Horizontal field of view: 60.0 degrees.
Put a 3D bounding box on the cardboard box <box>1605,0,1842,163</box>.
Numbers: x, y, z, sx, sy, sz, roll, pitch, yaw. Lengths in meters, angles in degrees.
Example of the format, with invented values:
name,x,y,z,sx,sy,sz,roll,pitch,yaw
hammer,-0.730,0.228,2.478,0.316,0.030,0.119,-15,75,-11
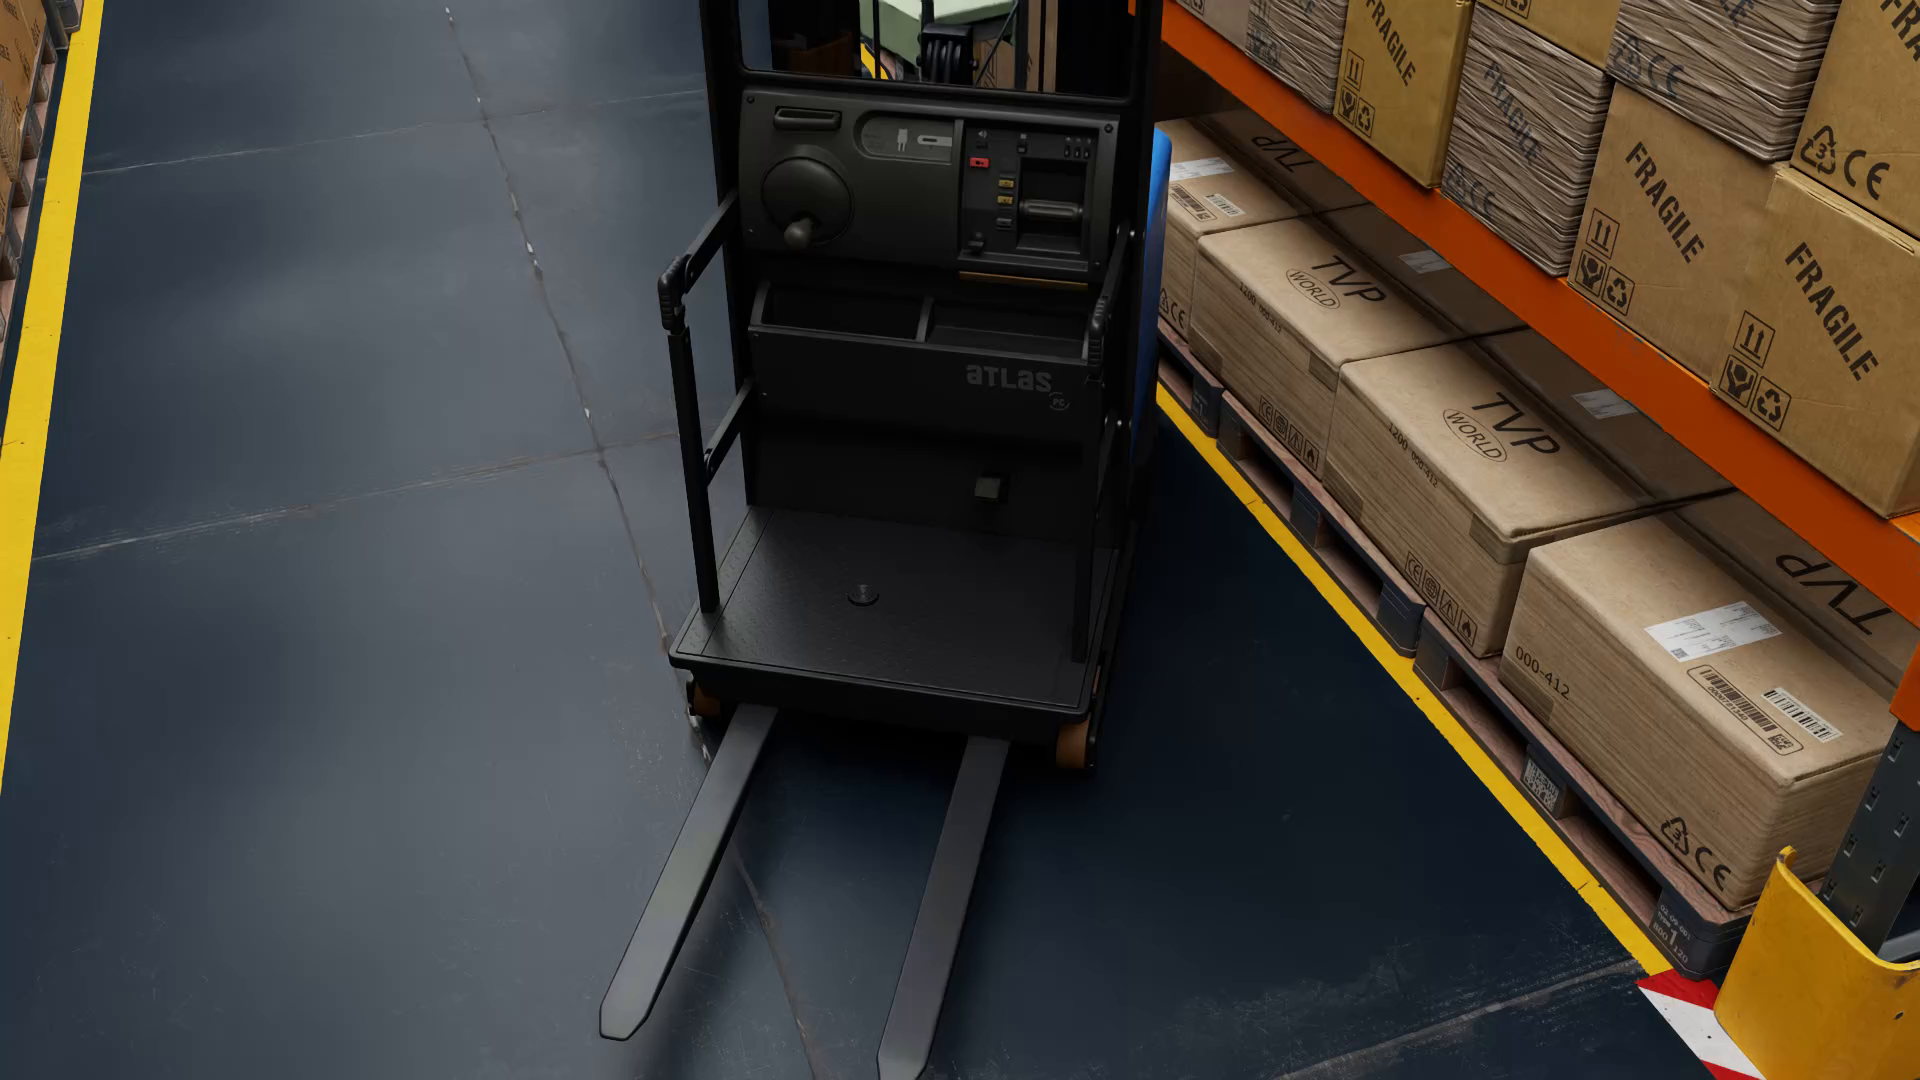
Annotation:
name,x,y,z,sx,sy,sz,roll,pitch,yaw
cardboard box,1.710,-1.120,3.329,0.500,0.500,0.500,-12,39,-16

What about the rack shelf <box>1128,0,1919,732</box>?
name,x,y,z,sx,sy,sz,roll,pitch,yaw
rack shelf,1.618,-1.011,4.697,1.077,0.370,4.000,-12,39,-16

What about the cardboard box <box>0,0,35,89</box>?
name,x,y,z,sx,sy,sz,roll,pitch,yaw
cardboard box,-4.596,-2.348,7.602,0.500,0.500,0.500,-13,39,-17

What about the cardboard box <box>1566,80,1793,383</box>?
name,x,y,z,sx,sy,sz,roll,pitch,yaw
cardboard box,1.734,-0.713,3.620,0.500,0.500,0.500,-13,39,-17

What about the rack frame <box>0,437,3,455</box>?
name,x,y,z,sx,sy,sz,roll,pitch,yaw
rack frame,-3.729,-1.398,4.613,1.000,3.000,0.127,-12,39,-16

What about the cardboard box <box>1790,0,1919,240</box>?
name,x,y,z,sx,sy,sz,roll,pitch,yaw
cardboard box,1.917,-0.831,2.945,0.500,0.500,0.500,-11,38,-14

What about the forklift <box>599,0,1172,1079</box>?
name,x,y,z,sx,sy,sz,roll,pitch,yaw
forklift,-0.126,-0.802,3.879,1.130,2.935,3.031,7,38,9

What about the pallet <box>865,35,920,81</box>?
name,x,y,z,sx,sy,sz,roll,pitch,yaw
pallet,0.170,-2.425,8.294,1.003,0.211,1.213,-12,39,-16

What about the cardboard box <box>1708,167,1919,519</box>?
name,x,y,z,sx,sy,sz,roll,pitch,yaw
cardboard box,1.892,-0.426,3.239,0.500,0.500,0.500,-12,39,-16

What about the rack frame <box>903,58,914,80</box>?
name,x,y,z,sx,sy,sz,roll,pitch,yaw
rack frame,-0.345,-1.638,6.178,0.400,1.500,0.023,-21,42,-26

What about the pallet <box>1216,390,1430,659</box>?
name,x,y,z,sx,sy,sz,roll,pitch,yaw
pallet,1.542,-0.178,5.311,1.003,0.211,1.213,-12,39,-16

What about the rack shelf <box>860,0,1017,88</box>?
name,x,y,z,sx,sy,sz,roll,pitch,yaw
rack shelf,-0.146,-1.765,5.698,0.431,0.370,0.720,-21,42,-26

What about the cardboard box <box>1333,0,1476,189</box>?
name,x,y,z,sx,sy,sz,roll,pitch,yaw
cardboard box,1.358,-1.290,4.386,0.500,0.500,0.500,-11,38,-15

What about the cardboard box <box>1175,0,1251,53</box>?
name,x,y,z,sx,sy,sz,roll,pitch,yaw
cardboard box,1.015,-1.863,5.148,0.500,0.500,0.500,-12,39,-16

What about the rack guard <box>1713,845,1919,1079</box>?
name,x,y,z,sx,sy,sz,roll,pitch,yaw
rack guard,2.315,0.844,3.714,1.175,0.500,0.348,-12,39,-16

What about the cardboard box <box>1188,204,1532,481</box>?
name,x,y,z,sx,sy,sz,roll,pitch,yaw
cardboard box,1.354,-0.690,5.453,0.875,0.438,0.875,-14,39,-17

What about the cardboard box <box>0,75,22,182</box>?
name,x,y,z,sx,sy,sz,roll,pitch,yaw
cardboard box,-4.217,-1.763,6.826,0.500,0.500,0.500,-14,39,-18

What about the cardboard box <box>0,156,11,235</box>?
name,x,y,z,sx,sy,sz,roll,pitch,yaw
cardboard box,-4.044,-1.469,6.435,0.500,0.500,0.500,-14,39,-17

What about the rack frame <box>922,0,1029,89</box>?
name,x,y,z,sx,sy,sz,roll,pitch,yaw
rack frame,0.053,-1.269,5.688,0.400,1.500,0.023,-21,42,-26

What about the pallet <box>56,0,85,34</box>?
name,x,y,z,sx,sy,sz,roll,pitch,yaw
pallet,-5.352,-3.017,9.080,1.003,0.211,1.213,-12,39,-16

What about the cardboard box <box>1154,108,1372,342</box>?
name,x,y,z,sx,sy,sz,roll,pitch,yaw
cardboard box,1.046,-1.195,6.124,0.875,0.438,0.875,-13,39,-17

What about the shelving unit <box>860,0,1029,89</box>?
name,x,y,z,sx,sy,sz,roll,pitch,yaw
shelving unit,-0.146,-1.453,5.933,0.431,1.500,0.755,-21,42,-26

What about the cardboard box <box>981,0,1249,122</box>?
name,x,y,z,sx,sy,sz,roll,pitch,yaw
cardboard box,0.642,-2.081,6.936,0.875,0.875,0.875,-11,38,-15

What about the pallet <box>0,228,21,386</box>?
name,x,y,z,sx,sy,sz,roll,pitch,yaw
pallet,-4.044,-0.736,6.052,1.003,0.211,1.213,-12,39,-16

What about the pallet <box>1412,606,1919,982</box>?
name,x,y,z,sx,sy,sz,roll,pitch,yaw
pallet,1.958,0.510,4.397,1.003,0.211,1.213,-12,39,-16

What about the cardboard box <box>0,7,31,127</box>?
name,x,y,z,sx,sy,sz,roll,pitch,yaw
cardboard box,-4.413,-2.053,7.211,0.500,0.500,0.500,-11,38,-14

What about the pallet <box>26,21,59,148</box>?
name,x,y,z,sx,sy,sz,roll,pitch,yaw
pallet,-4.884,-2.114,7.882,1.003,0.211,1.213,-12,39,-16

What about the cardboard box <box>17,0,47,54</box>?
name,x,y,z,sx,sy,sz,roll,pitch,yaw
cardboard box,-4.758,-2.633,7.981,0.500,0.500,0.500,-11,38,-15

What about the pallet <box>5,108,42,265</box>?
name,x,y,z,sx,sy,sz,roll,pitch,yaw
pallet,-4.468,-1.426,6.968,1.003,0.211,1.213,-12,39,-16

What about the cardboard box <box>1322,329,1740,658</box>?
name,x,y,z,sx,sy,sz,roll,pitch,yaw
cardboard box,1.663,-0.180,4.776,0.875,0.438,0.875,-11,38,-15

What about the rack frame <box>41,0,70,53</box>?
name,x,y,z,sx,sy,sz,roll,pitch,yaw
rack frame,-5.105,-3.658,7.613,1.000,3.000,0.127,-12,39,-16

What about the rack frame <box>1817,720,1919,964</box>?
name,x,y,z,sx,sy,sz,roll,pitch,yaw
rack frame,2.307,-0.168,2.980,1.000,3.000,0.127,-12,39,-16

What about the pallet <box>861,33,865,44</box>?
name,x,y,z,sx,sy,sz,roll,pitch,yaw
pallet,-0.246,-3.113,9.207,1.003,0.211,1.213,-12,39,-16

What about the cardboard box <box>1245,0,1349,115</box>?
name,x,y,z,sx,sy,sz,roll,pitch,yaw
cardboard box,1.180,-1.581,4.773,0.500,0.500,0.500,-12,39,-16

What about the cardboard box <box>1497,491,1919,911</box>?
name,x,y,z,sx,sy,sz,roll,pitch,yaw
cardboard box,1.986,0.335,4.092,0.875,0.438,0.875,-14,39,-17

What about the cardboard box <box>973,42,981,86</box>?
name,x,y,z,sx,sy,sz,roll,pitch,yaw
cardboard box,0.324,-2.589,7.611,0.875,0.875,0.875,-11,38,-15

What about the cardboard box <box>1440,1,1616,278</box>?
name,x,y,z,sx,sy,sz,roll,pitch,yaw
cardboard box,1.547,-1.001,4.003,0.500,0.500,0.500,-11,38,-15

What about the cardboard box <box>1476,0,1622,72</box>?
name,x,y,z,sx,sy,sz,roll,pitch,yaw
cardboard box,1.543,-1.400,3.701,0.500,0.500,0.500,-13,39,-16

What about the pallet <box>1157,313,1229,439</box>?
name,x,y,z,sx,sy,sz,roll,pitch,yaw
pallet,1.118,-0.868,6.227,1.003,0.211,1.213,-12,39,-16
